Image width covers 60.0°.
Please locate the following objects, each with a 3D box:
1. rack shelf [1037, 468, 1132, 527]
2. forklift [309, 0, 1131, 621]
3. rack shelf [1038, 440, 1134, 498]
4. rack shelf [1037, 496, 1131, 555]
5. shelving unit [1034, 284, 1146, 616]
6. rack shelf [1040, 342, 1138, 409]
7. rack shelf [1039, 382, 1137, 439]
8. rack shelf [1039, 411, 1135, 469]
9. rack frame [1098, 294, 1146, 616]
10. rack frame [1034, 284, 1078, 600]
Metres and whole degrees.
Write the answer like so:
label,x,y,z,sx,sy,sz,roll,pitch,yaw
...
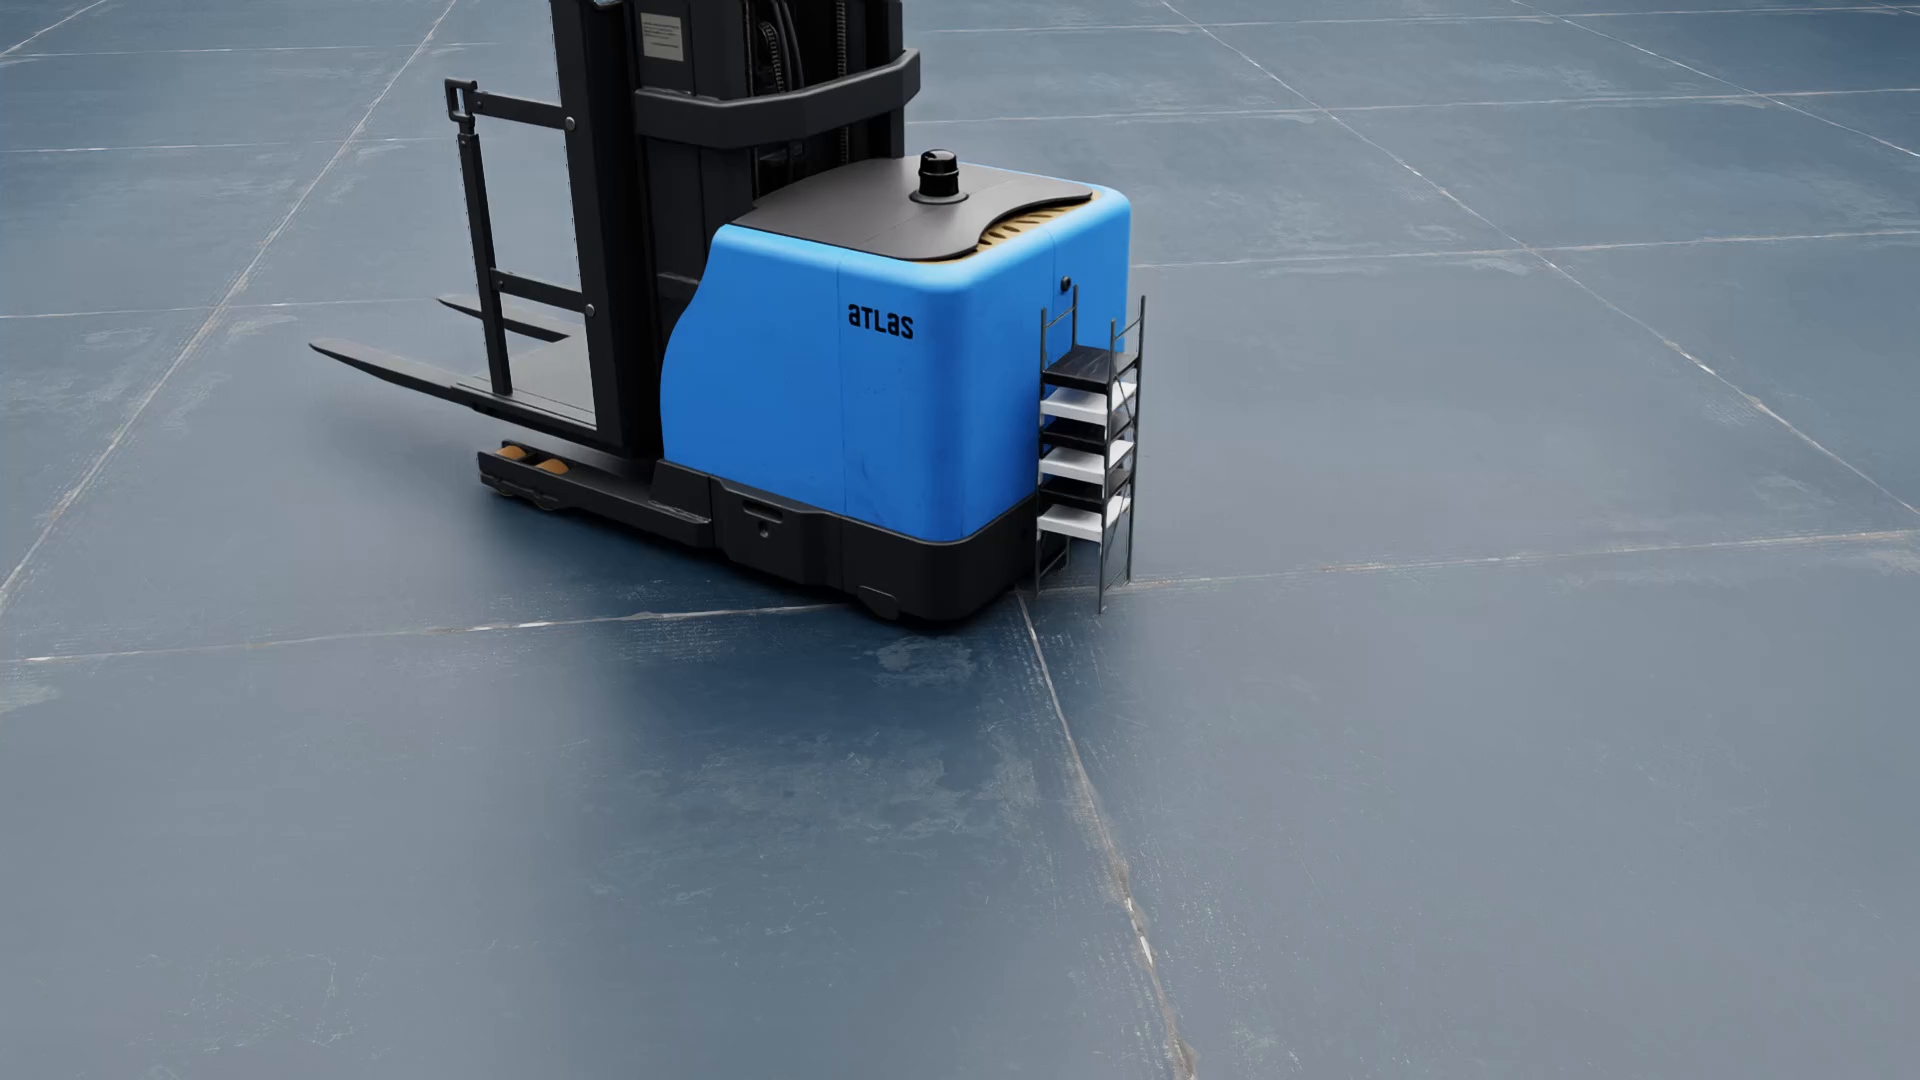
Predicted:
label,x,y,z,sx,sy,sz,roll,pitch,yaw
rack shelf,0.367,-0.142,4.810,0.200,0.077,0.258,13,30,24
forklift,-0.986,-1.580,5.118,3.031,2.935,1.130,17,32,30
rack shelf,0.367,-0.222,4.769,0.200,0.077,0.258,13,30,24
rack shelf,0.367,-0.062,4.852,0.200,0.077,0.258,13,30,24
shelving unit,0.367,-0.251,4.754,0.210,0.900,0.258,13,30,24
rack shelf,0.367,-0.462,4.646,0.200,0.077,0.258,13,30,24
rack shelf,0.367,-0.382,4.687,0.200,0.077,0.258,13,30,24
rack shelf,0.367,-0.302,4.728,0.200,0.077,0.258,13,30,24
rack frame,0.458,-0.230,4.713,0.006,0.900,0.240,13,30,24
rack frame,0.277,-0.272,4.795,0.006,0.900,0.240,13,30,24
